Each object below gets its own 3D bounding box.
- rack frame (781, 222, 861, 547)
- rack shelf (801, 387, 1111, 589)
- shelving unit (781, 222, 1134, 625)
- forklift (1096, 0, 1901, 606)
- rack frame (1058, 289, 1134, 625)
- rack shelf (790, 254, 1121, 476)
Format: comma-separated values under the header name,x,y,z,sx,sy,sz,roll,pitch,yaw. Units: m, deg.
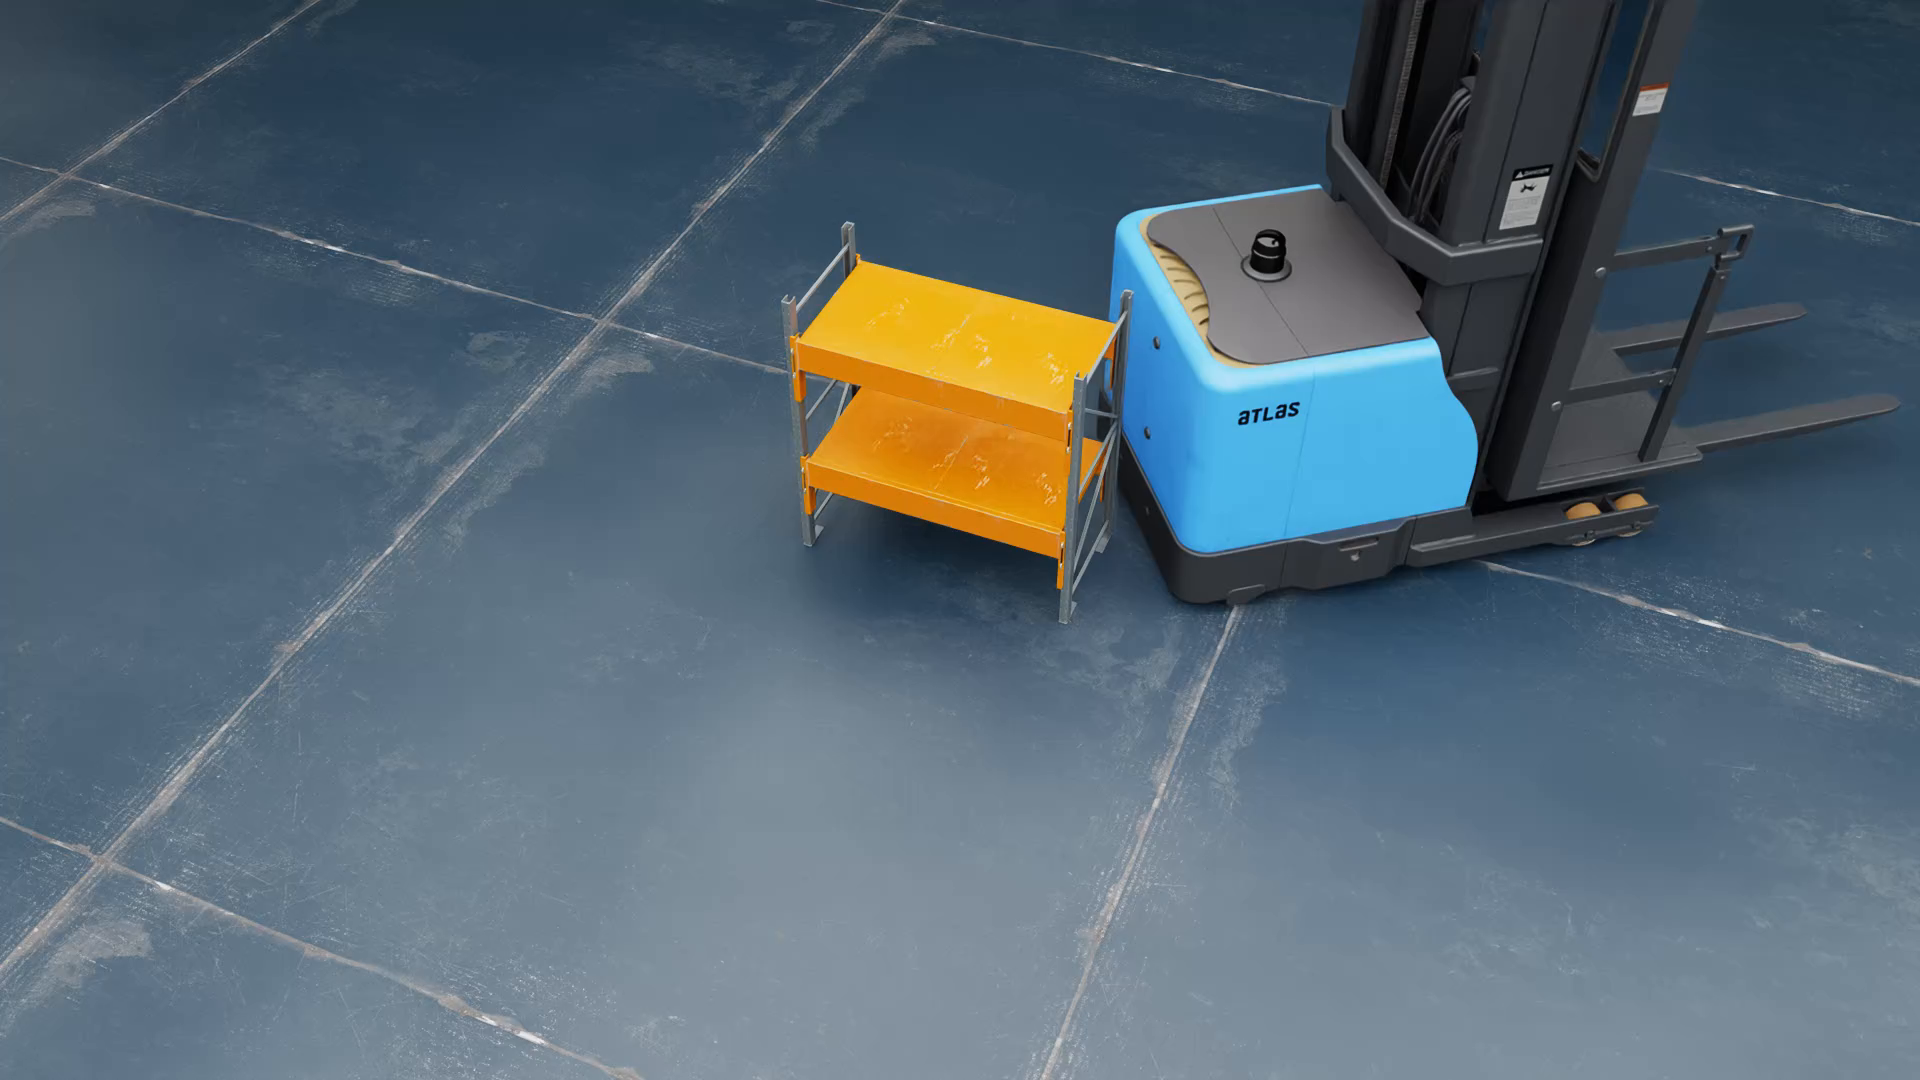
name,x,y,z,sx,sy,sz,roll,pitch,yaw
rack frame,-0.475,-0.539,5.994,0.032,1.125,0.500,16,47,16
rack shelf,-0.006,-0.227,6.028,1.000,0.278,0.538,16,47,16
shelving unit,-0.006,-0.401,5.855,1.048,1.125,0.538,16,47,16
forklift,2.113,-1.369,5.548,3.031,2.935,1.130,-10,46,-10
rack frame,0.463,-0.263,5.716,0.032,1.125,0.500,16,47,16
rack shelf,-0.006,-0.608,5.649,1.000,0.278,0.538,16,47,16
